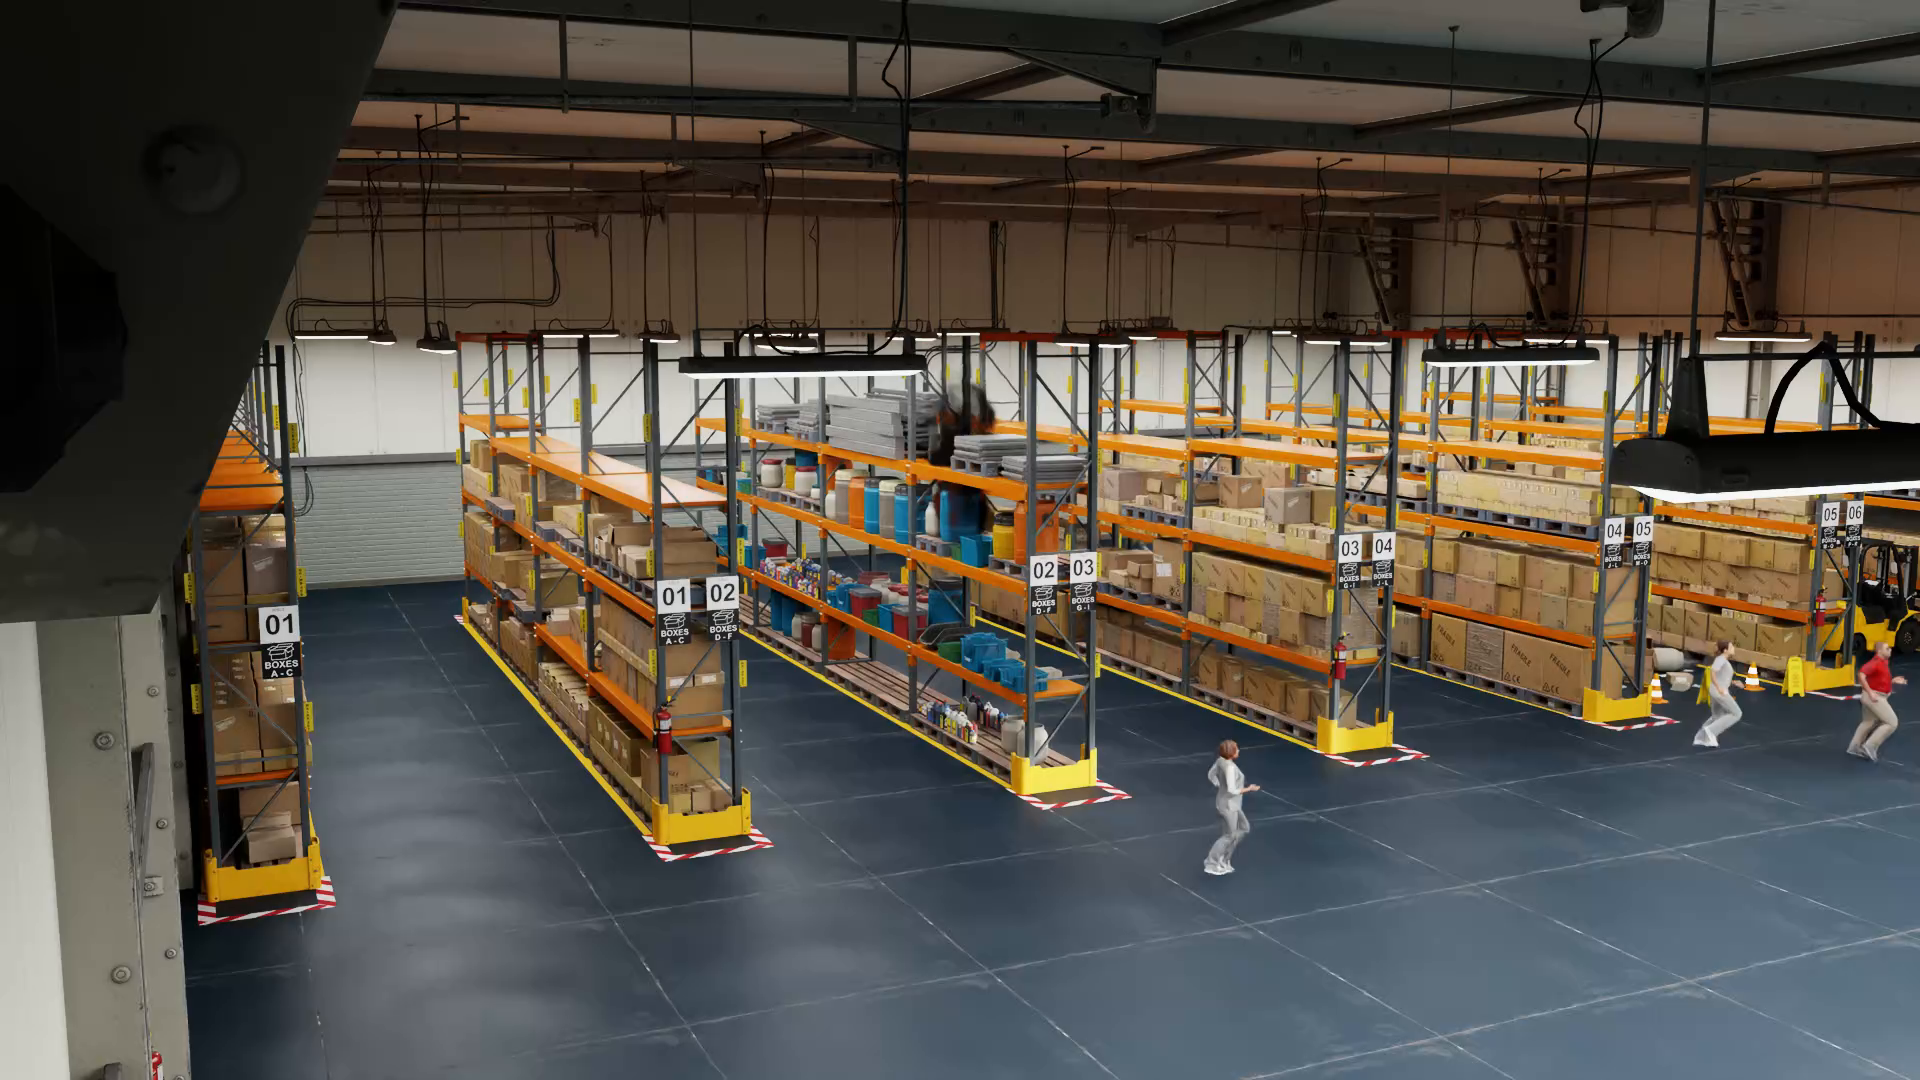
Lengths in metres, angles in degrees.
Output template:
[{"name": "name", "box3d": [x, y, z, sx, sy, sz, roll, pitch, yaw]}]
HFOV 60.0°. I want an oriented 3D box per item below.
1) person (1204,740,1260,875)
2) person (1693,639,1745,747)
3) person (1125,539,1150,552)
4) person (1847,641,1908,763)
[{"name": "person", "box3d": [3.071, 3.022, 18.780, 0.615, 1.582, 0.519, 0, 8, 1]}, {"name": "person", "box3d": [11.158, 2.252, 24.397, 0.652, 1.604, 0.512, 3, 8, 20]}, {"name": "person", "box3d": [4.463, -0.108, 41.839, 0.753, 1.688, 0.690, 6, 10, 36]}, {"name": "person", "box3d": [13.117, 2.311, 23.743, 0.709, 1.752, 0.630, 3, 8, 24]}]
